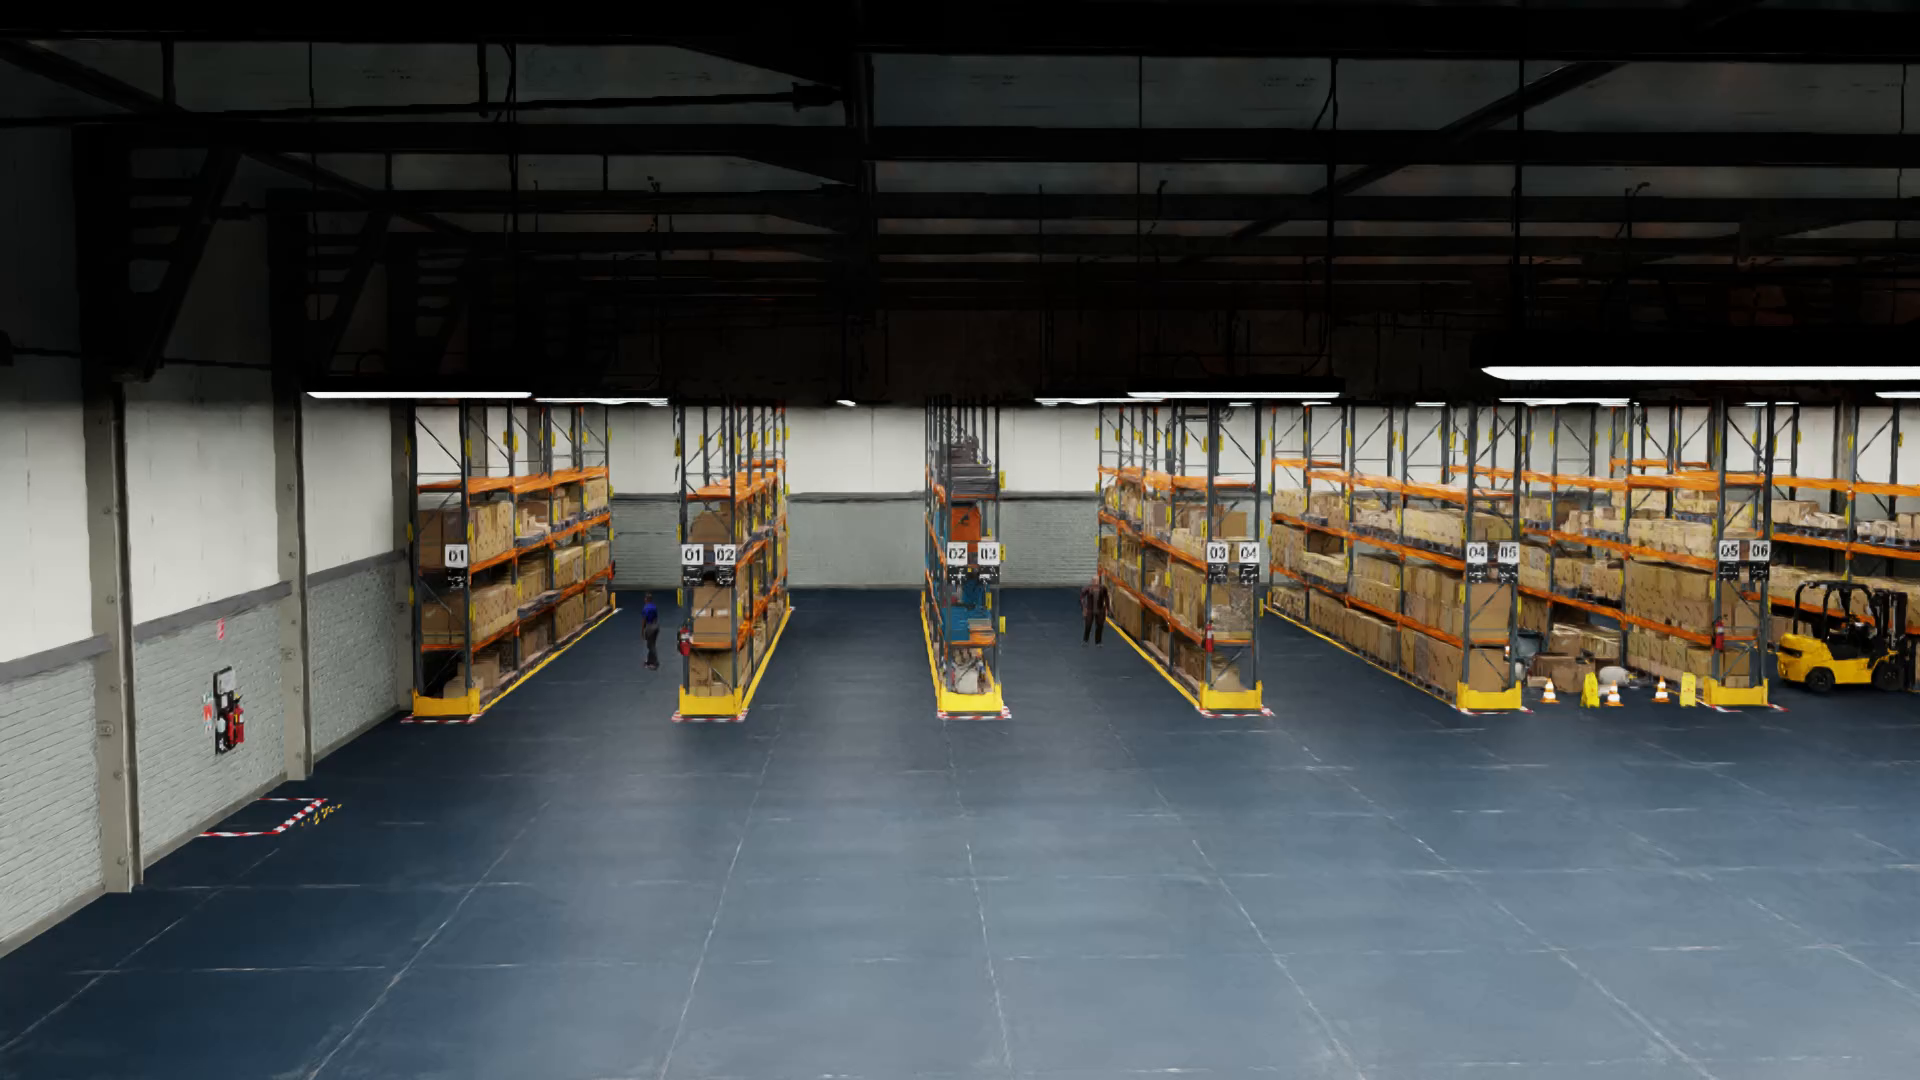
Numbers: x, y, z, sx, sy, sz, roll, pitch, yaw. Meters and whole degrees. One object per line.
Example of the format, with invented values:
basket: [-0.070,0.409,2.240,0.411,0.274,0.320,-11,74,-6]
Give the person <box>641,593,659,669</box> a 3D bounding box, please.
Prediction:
person: [-6.864,1.983,36.731,0.563,1.648,0.594,1,5,17]

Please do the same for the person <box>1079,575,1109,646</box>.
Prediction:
person: [3.230,1.698,40.068,0.729,1.733,0.546,0,5,-4]
